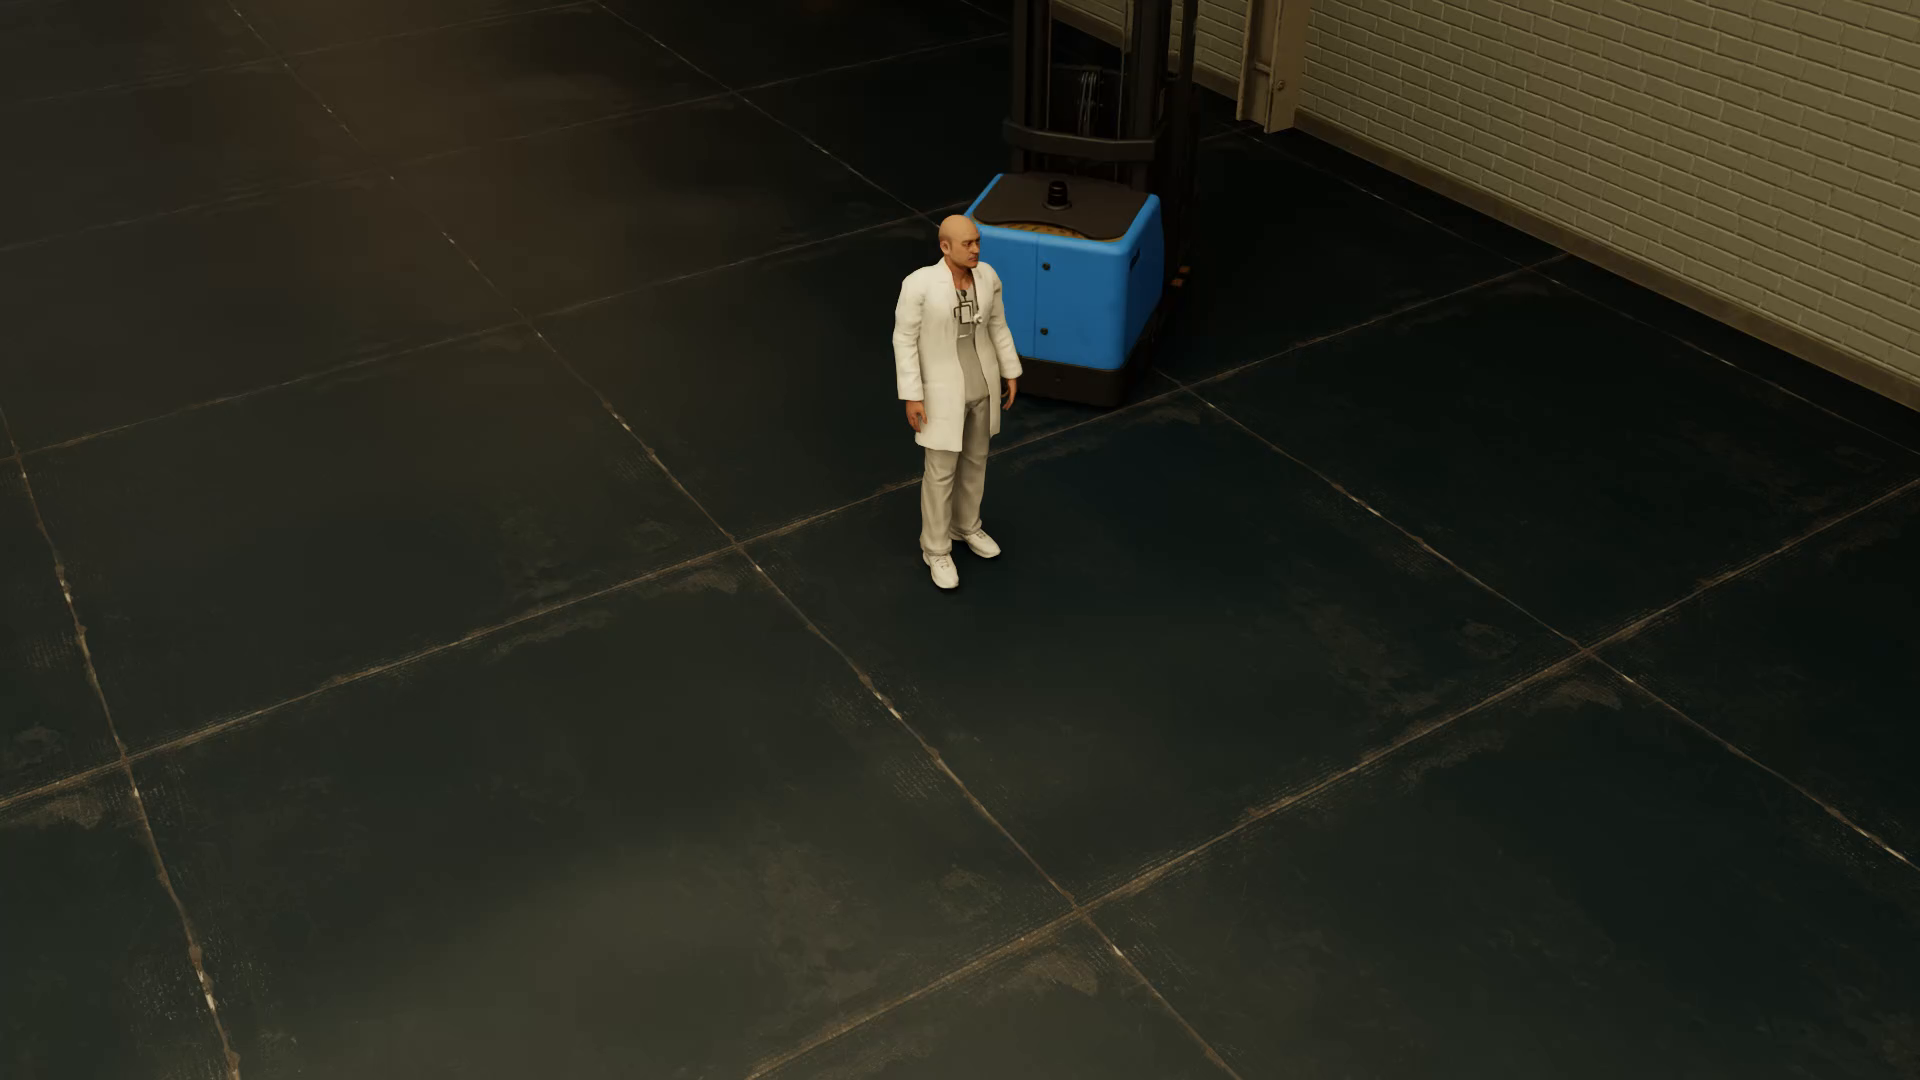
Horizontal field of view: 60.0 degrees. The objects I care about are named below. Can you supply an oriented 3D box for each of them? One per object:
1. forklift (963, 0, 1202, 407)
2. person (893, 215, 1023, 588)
[{"bbox_3d":[0.921,-2.817,10.157,1.130,2.935,3.031,11,37,16],"label":"forklift"},{"bbox_3d":[0.047,-0.688,8.117,0.698,1.778,0.578,-21,40,-27],"label":"person"}]
